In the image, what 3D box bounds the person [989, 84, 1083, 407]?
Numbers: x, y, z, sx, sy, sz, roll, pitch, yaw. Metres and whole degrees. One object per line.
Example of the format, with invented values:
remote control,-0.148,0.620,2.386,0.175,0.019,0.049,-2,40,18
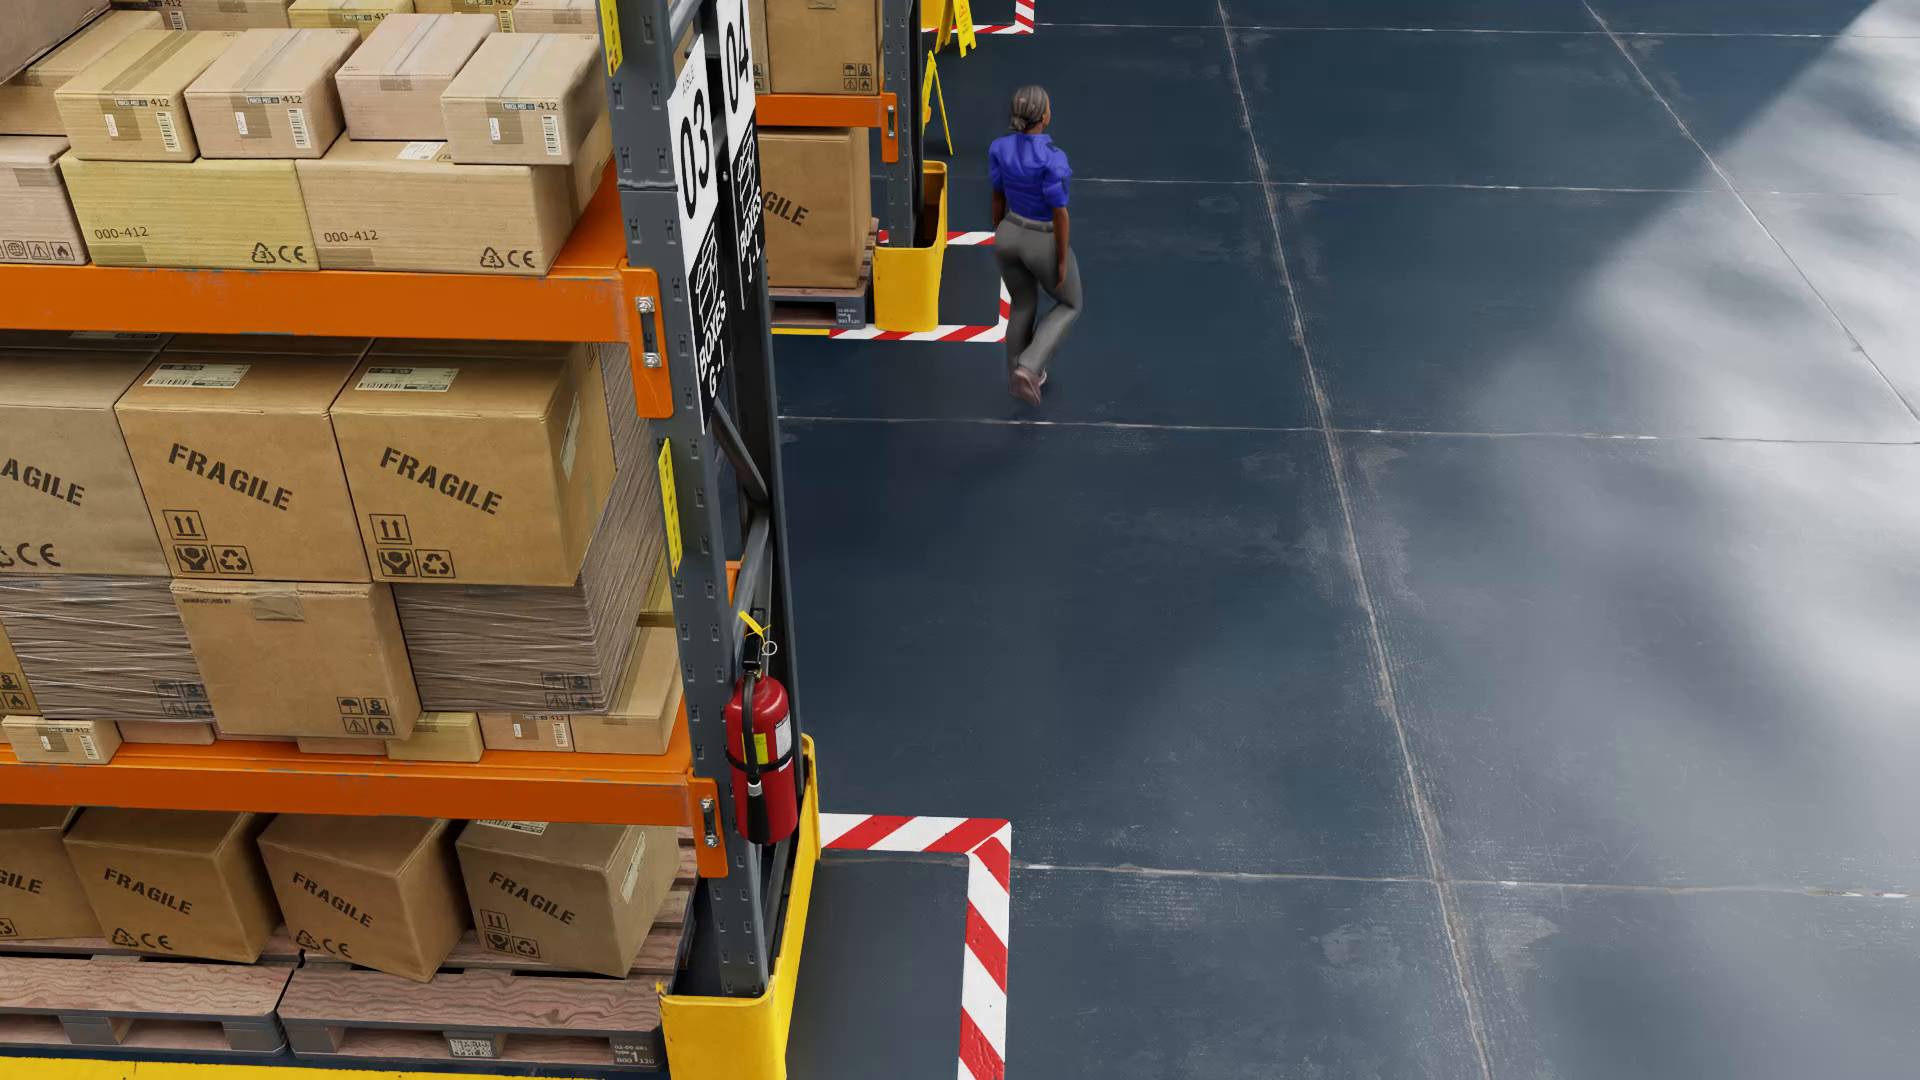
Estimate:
person,0.344,-1.414,8.067,0.453,1.644,0.475,21,41,27
